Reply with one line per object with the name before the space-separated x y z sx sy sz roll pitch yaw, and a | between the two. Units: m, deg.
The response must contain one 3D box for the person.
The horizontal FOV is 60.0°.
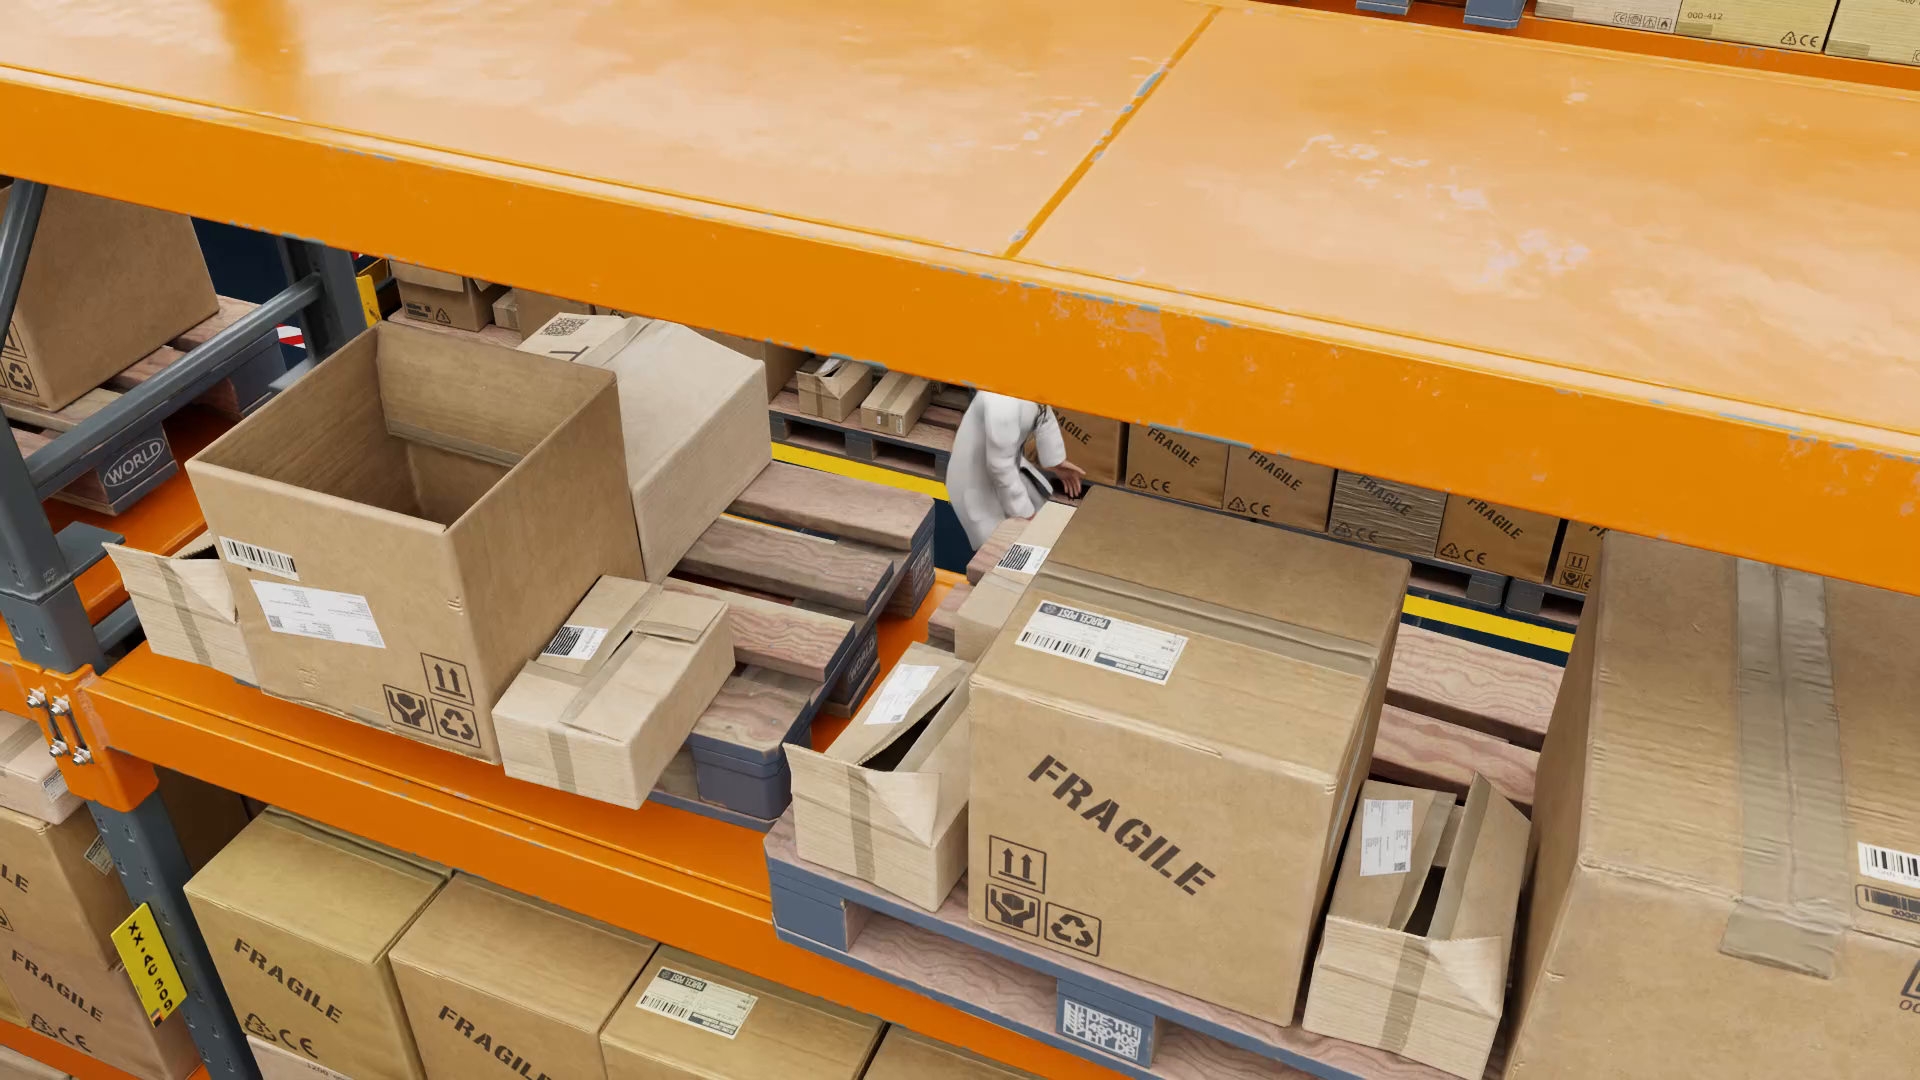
person | 0.230 -0.252 7.295 0.543 1.634 0.617 14 39 18
